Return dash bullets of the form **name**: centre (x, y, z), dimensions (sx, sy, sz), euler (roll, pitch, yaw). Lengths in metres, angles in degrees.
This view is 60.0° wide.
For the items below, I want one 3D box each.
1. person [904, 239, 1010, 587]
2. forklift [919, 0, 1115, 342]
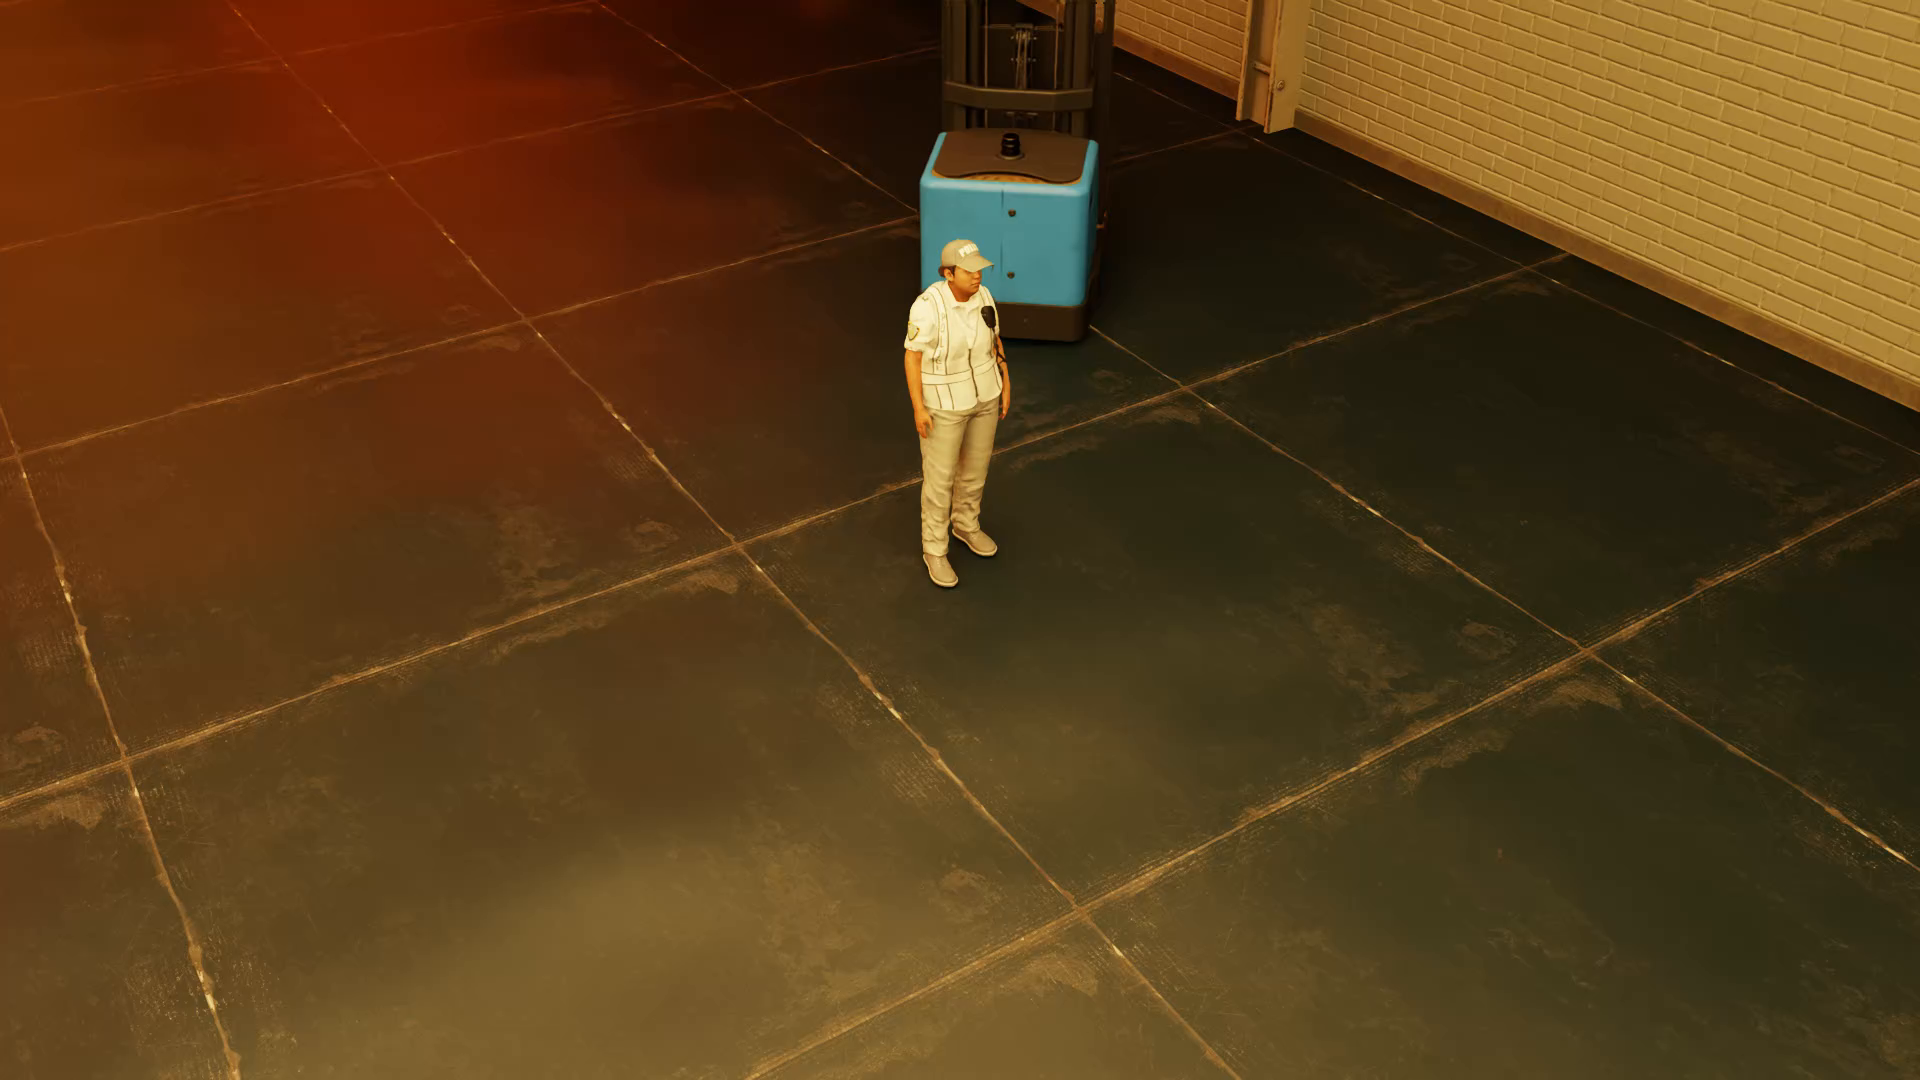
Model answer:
- **person**: centre (0.023, -0.643, 8.151), dimensions (0.598, 1.670, 0.529), euler (-21, 40, -27)
- **forklift**: centre (0.464, -3.267, 10.797), dimensions (1.130, 2.935, 3.031), euler (5, 35, 7)
